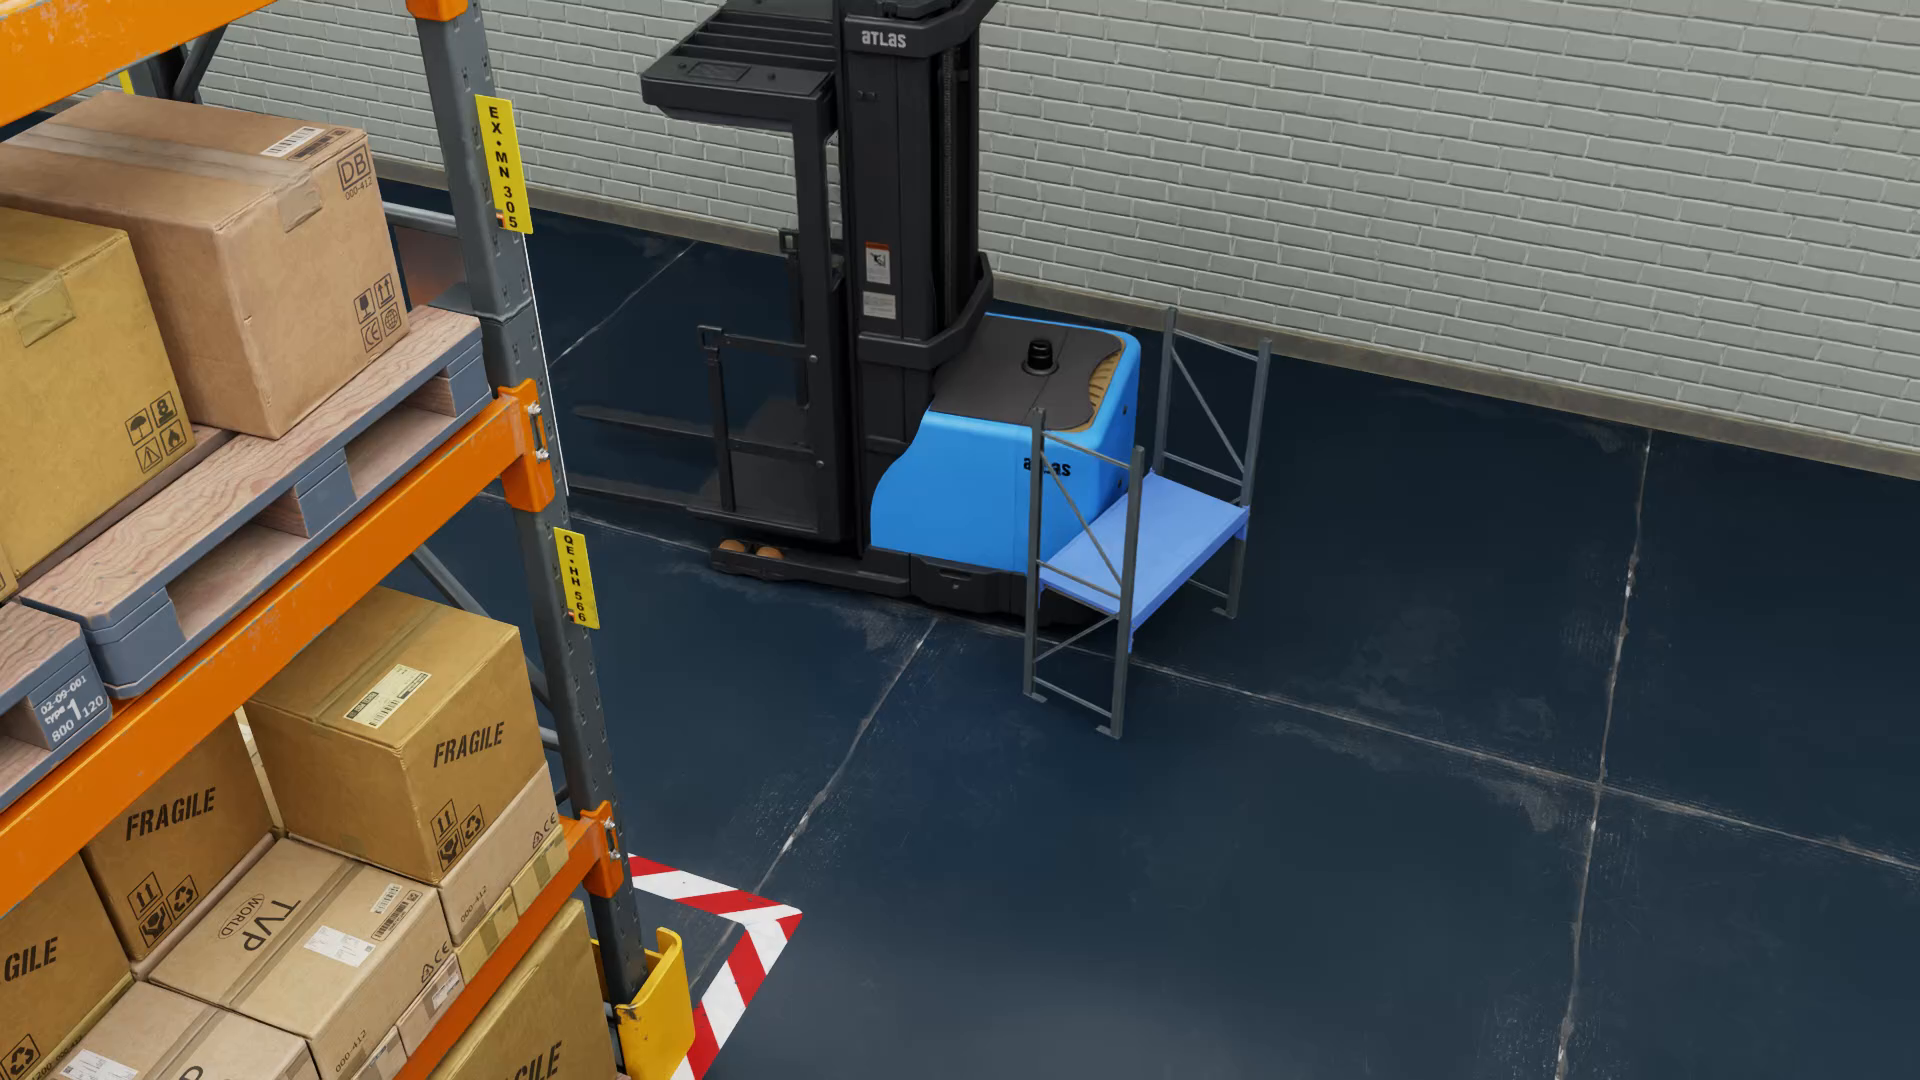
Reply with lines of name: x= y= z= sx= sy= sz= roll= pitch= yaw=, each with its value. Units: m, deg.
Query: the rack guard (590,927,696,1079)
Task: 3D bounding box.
rack guard: x=-1.535 y=1.522 z=5.898 sx=1.175 sy=0.500 sz=0.348 roll=14 pitch=39 yaw=18

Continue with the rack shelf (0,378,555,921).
rack shelf: x=-2.306 y=0.728 z=2.968 sx=1.077 sy=0.370 sz=4.000 roll=14 pitch=39 yaw=18

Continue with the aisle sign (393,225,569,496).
aisle sign: x=-1.240 y=-0.479 z=4.315 sx=0.394 sy=0.787 sz=0.004 roll=14 pitch=39 yaw=18

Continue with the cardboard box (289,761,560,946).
cardboard box: x=-1.484 y=0.804 z=4.648 sx=0.500 sy=0.250 sz=0.500 roll=13 pitch=39 yaw=17

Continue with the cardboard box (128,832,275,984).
cardboard box: x=-2.169 y=0.968 z=4.427 sx=0.500 sy=0.250 sz=0.500 roll=13 pitch=39 yaw=17

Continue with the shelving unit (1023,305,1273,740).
shelving unit: x=0.796 y=-0.075 z=7.198 sx=0.538 sy=1.500 sz=1.048 roll=24 pitch=43 yaw=28

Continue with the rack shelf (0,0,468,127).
rack shelf: x=-2.306 y=-0.313 z=2.189 sx=1.077 sy=0.370 sz=4.000 roll=14 pitch=39 yaw=18

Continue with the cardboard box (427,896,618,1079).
cardboard box: x=-1.714 y=1.589 z=5.144 sx=0.875 sy=0.875 sz=0.875 roll=14 pitch=39 yaw=18

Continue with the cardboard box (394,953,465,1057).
cardboard box: x=-1.570 y=1.190 z=4.463 sx=0.380 sy=0.149 sz=0.250 roll=14 pitch=39 yaw=18

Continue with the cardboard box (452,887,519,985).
cardboard box: x=-1.473 y=1.051 z=4.650 sx=0.380 sy=0.149 sz=0.250 roll=14 pitch=39 yaw=18

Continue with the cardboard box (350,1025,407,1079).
cardboard box: x=-1.666 y=1.328 z=4.279 sx=0.380 sy=0.149 sz=0.250 roll=15 pitch=39 yaw=19

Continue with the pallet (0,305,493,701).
pallet: x=-1.817 y=-0.219 z=3.708 sx=1.003 sy=0.211 sz=1.213 roll=14 pitch=39 yaw=18

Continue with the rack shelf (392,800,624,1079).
rack shelf: x=-2.306 y=1.929 z=3.866 sx=1.077 sy=0.370 sz=4.000 roll=14 pitch=39 yaw=18

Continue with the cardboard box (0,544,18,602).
cardboard box: x=-2.170 y=-0.034 z=2.869 sx=0.700 sy=0.500 sz=0.500 roll=11 pitch=38 yaw=15

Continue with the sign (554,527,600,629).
sign: x=-1.048 y=0.107 z=4.539 sx=0.100 sy=0.325 sz=0.005 roll=14 pitch=39 yaw=18

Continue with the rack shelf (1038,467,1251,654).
rack shelf: x=0.796 y=0.069 z=7.306 sx=0.538 sy=0.185 sz=1.000 roll=24 pitch=43 yaw=28

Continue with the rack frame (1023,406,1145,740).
rack frame: x=0.494 y=0.169 z=6.871 sx=0.500 sy=1.500 sz=0.032 roll=24 pitch=43 yaw=28

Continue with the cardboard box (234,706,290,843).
cardboard box: x=-1.977 y=0.679 z=4.814 sx=0.500 sy=0.250 sz=0.500 roll=13 pitch=39 yaw=17

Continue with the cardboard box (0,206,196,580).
cardboard box: x=-2.018 y=-0.332 z=3.267 sx=0.700 sy=0.500 sz=0.500 roll=12 pitch=39 yaw=16

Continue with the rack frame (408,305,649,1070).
rack frame: x=-1.545 y=0.534 z=5.132 sx=1.000 sy=3.000 sz=0.127 roll=14 pitch=39 yaw=18

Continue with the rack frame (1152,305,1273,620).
rack frame: x=1.099 y=-0.320 z=7.526 sx=0.500 sy=1.500 sz=0.032 roll=24 pitch=43 yaw=28

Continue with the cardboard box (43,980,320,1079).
cardboard box: x=-1.870 y=1.366 z=3.895 sx=0.500 sy=0.250 sz=0.500 roll=13 pitch=39 yaw=16

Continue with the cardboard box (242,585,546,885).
cardboard box: x=-1.487 y=0.504 z=4.422 sx=0.500 sy=0.500 sz=0.500 roll=14 pitch=39 yaw=18

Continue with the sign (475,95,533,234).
sign: x=-1.048 y=-0.859 z=3.817 sx=0.100 sy=0.325 sz=0.005 roll=14 pitch=39 yaw=18

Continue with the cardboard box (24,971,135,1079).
cardboard box: x=-2.363 y=1.246 z=4.056 sx=0.500 sy=0.250 sz=0.500 roll=13 pitch=39 yaw=16

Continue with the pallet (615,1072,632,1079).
pallet: x=-1.776 y=2.111 z=5.351 sx=1.003 sy=0.211 sz=1.213 roll=14 pitch=39 yaw=18

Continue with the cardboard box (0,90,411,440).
cardboard box: x=-1.693 y=-0.616 z=3.647 sx=0.700 sy=0.500 sz=0.500 roll=12 pitch=38 yaw=15

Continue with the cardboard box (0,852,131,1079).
cardboard box: x=-2.359 y=0.944 z=3.834 sx=0.500 sy=0.500 sz=0.500 roll=13 pitch=39 yaw=17

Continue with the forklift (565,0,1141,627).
forklift: x=-0.707 y=-1.266 z=7.597 sx=3.031 sy=2.935 sz=1.130 roll=10 pitch=38 yaw=13

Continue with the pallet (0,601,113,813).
pallet: x=-2.280 y=0.459 z=2.801 sx=1.003 sy=0.211 sz=1.213 roll=14 pitch=39 yaw=18

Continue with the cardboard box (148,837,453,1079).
cardboard box: x=-1.677 y=1.084 z=4.272 sx=0.500 sy=0.250 sz=0.500 roll=13 pitch=39 yaw=17

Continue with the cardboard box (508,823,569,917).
cardboard box: x=-1.376 y=0.907 z=4.843 sx=0.380 sy=0.149 sz=0.250 roll=15 pitch=39 yaw=19

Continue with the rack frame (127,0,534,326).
rack frame: x=-1.545 y=-1.869 z=3.336 sx=1.000 sy=3.000 sz=0.127 roll=14 pitch=39 yaw=18

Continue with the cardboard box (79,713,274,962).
cardboard box: x=-2.167 y=0.656 z=4.220 sx=0.500 sy=0.500 sz=0.500 roll=13 pitch=39 yaw=17

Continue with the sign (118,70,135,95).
sign: x=-2.056 y=-1.179 z=4.122 sx=0.100 sy=0.325 sz=0.005 roll=14 pitch=39 yaw=18
